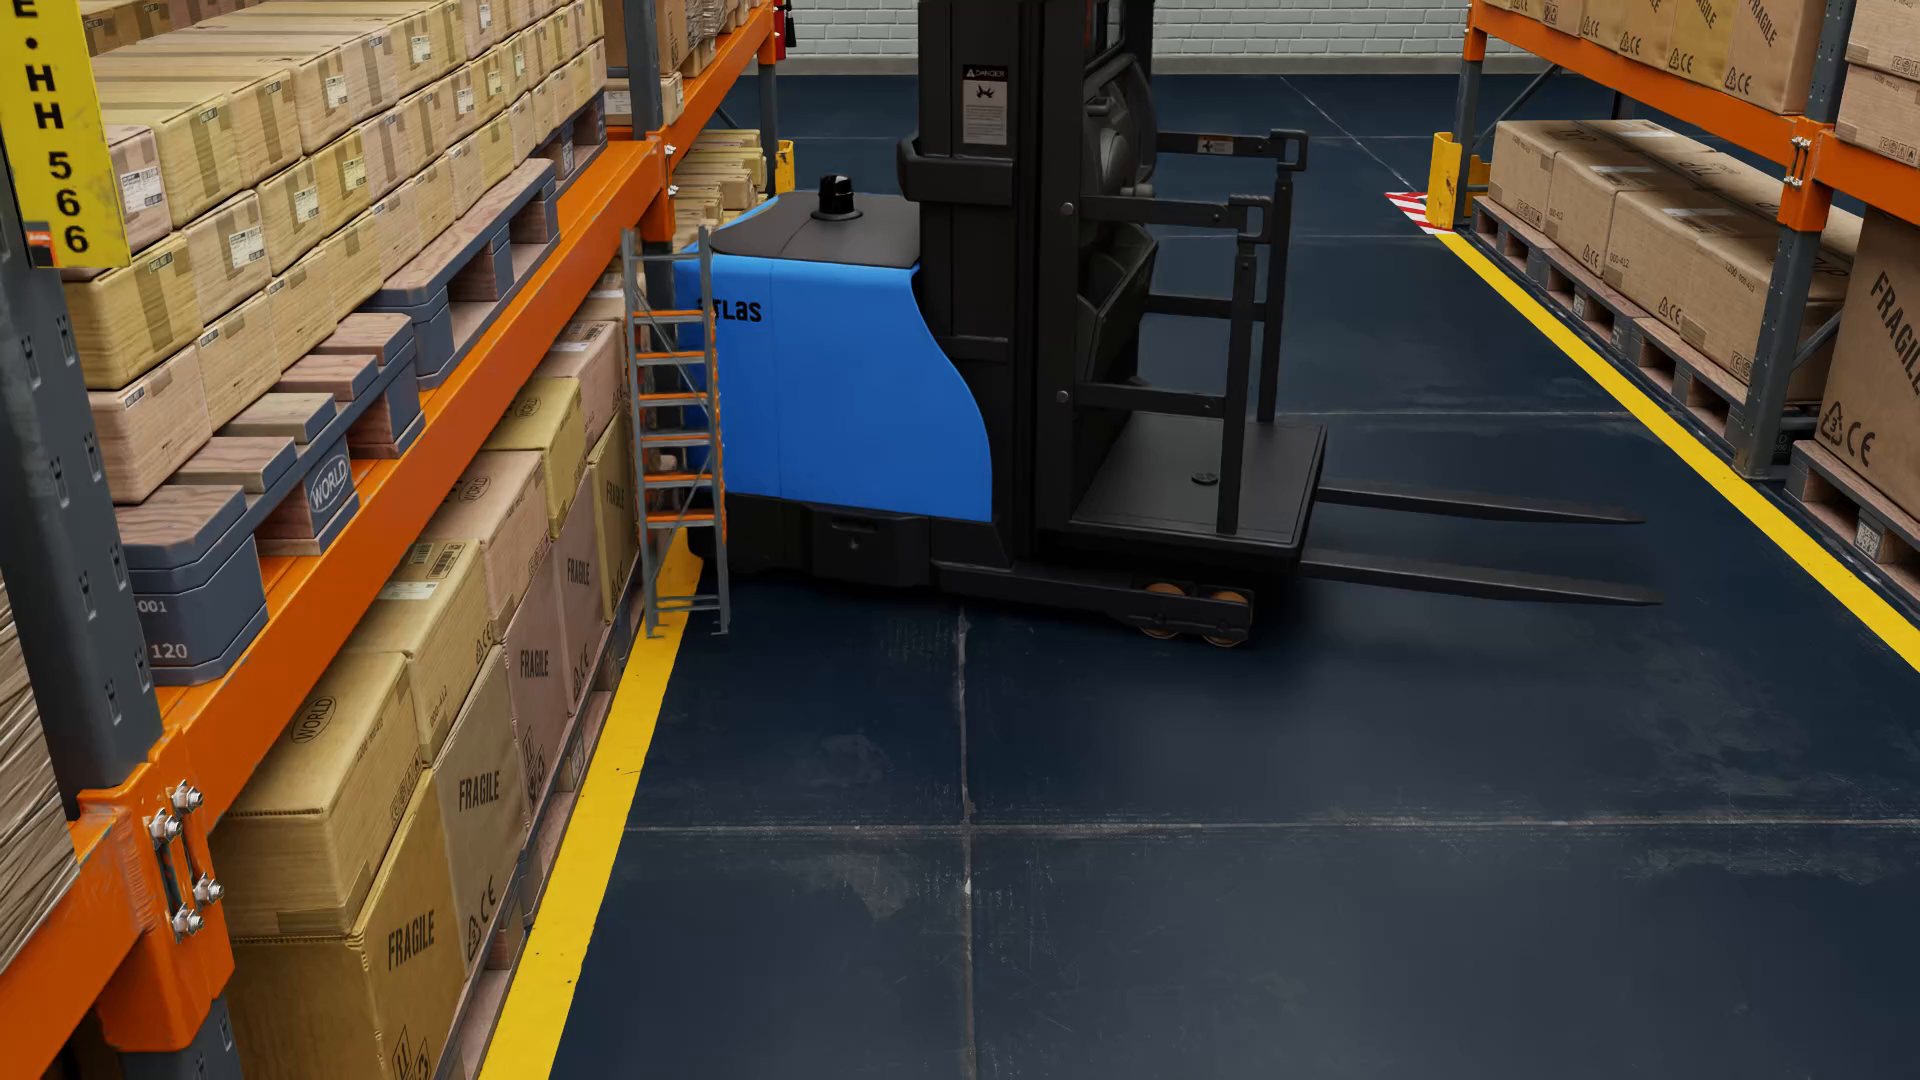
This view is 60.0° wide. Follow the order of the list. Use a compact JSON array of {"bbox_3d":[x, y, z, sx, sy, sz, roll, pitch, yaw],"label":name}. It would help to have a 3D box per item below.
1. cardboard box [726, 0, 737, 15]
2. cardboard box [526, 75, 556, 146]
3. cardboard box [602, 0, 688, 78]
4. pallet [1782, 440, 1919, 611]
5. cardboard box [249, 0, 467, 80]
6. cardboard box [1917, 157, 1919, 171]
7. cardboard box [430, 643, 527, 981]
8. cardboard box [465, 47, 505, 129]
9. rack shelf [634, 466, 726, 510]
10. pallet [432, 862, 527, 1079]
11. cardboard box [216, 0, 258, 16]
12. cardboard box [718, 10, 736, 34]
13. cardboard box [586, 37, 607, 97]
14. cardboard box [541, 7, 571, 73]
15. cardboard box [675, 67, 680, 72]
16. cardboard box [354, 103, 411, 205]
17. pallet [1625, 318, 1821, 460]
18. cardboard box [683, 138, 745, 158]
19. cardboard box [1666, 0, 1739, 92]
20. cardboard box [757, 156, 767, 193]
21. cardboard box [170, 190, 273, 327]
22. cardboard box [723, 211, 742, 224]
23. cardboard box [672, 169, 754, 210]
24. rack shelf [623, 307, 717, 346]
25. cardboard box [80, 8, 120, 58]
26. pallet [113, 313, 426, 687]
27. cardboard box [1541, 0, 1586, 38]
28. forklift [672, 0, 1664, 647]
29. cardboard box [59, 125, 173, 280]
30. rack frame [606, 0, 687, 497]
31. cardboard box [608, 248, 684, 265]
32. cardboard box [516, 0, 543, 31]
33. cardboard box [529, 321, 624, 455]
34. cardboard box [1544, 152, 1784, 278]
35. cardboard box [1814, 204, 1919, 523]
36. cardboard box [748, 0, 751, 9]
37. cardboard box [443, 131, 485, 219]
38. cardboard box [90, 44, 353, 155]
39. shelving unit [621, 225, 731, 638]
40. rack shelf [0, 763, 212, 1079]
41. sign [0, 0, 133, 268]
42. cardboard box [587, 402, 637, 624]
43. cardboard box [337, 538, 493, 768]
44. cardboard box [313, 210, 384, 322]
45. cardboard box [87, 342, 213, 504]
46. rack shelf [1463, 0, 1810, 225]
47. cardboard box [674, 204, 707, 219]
[{"bbox_3d":[-1.278,-2.567,7.303,0.500,0.500,0.500,1,24,2],"label":"cardboard box"},{"bbox_3d":[-1.299,-1.149,4.447,0.380,0.149,0.250,-1,24,-3],"label":"cardboard box"},{"bbox_3d":[-1.261,-1.935,5.905,0.500,0.500,0.500,-1,24,-2],"label":"cardboard box"},{"bbox_3d":[3.525,-0.024,5.547,1.003,0.211,1.213,0,24,-1],"label":"pallet"},{"bbox_3d":[-1.290,-1.084,3.579,0.380,0.149,0.250,-1,24,-1],"label":"cardboard box"},{"bbox_3d":[3.189,-1.148,4.831,0.500,0.250,0.500,-1,24,-2],"label":"cardboard box"},{"bbox_3d":[-1.226,0.548,3.423,0.500,0.500,0.500,0,24,0],"label":"cardboard box"},{"bbox_3d":[-1.288,-1.054,3.876,0.380,0.149,0.250,0,24,0],"label":"cardboard box"},{"bbox_3d":[-0.836,-0.157,4.980,0.258,0.103,0.180,-3,8,-5],"label":"rack shelf"},{"bbox_3d":[-1.471,1.048,3.176,1.003,0.211,1.213,0,24,-1],"label":"pallet"},{"bbox_3d":[-1.950,-1.303,4.064,0.380,0.149,0.250,0,24,-1],"label":"cardboard box"},{"bbox_3d":[-1.283,-2.529,8.007,0.380,0.149,0.250,-1,24,-3],"label":"cardboard box"},{"bbox_3d":[-1.306,-1.462,5.139,0.380,0.149,0.250,-1,24,-2],"label":"cardboard box"},{"bbox_3d":[-1.302,-1.387,4.611,0.380,0.149,0.250,1,24,2],"label":"cardboard box"},{"bbox_3d":[-1.313,-1.880,6.571,0.380,0.149,0.250,-1,24,-3],"label":"cardboard box"},{"bbox_3d":[-1.285,-0.741,3.182,0.380,0.149,0.250,0,24,0],"label":"cardboard box"},{"bbox_3d":[3.511,-0.655,6.943,1.003,0.211,1.213,0,24,-1],"label":"pallet"},{"bbox_3d":[-1.347,-2.039,8.847,0.380,0.149,0.250,0,24,0],"label":"cardboard box"},{"bbox_3d":[3.169,-2.060,6.543,0.500,0.500,0.500,-1,24,-2],"label":"cardboard box"},{"bbox_3d":[-1.260,-2.008,9.139,0.380,0.149,0.250,-1,24,-2],"label":"cardboard box"},{"bbox_3d":[-1.274,-0.424,2.482,0.380,0.149,0.250,1,24,2],"label":"cardboard box"},{"bbox_3d":[-1.250,-1.475,7.960,0.380,0.149,0.250,1,24,2],"label":"cardboard box"},{"bbox_3d":[-1.219,-1.716,8.131,0.380,0.149,0.250,1,24,1],"label":"cardboard box"},{"bbox_3d":[-0.853,-0.632,4.912,0.258,0.103,0.180,-3,8,-5],"label":"rack shelf"},{"bbox_3d":[-1.940,-0.981,3.352,0.380,0.149,0.250,1,24,2],"label":"cardboard box"},{"bbox_3d":[-1.578,-0.106,2.577,1.213,0.211,1.003,0,24,-1],"label":"pallet"},{"bbox_3d":[3.136,-2.689,7.934,0.500,0.500,0.500,0,24,-1],"label":"cardboard box"},{"bbox_3d":[0.672,-1.255,4.969,3.031,2.935,1.130,7,25,15],"label":"forklift"},{"bbox_3d":[-1.276,-0.441,2.159,0.380,0.149,0.250,0,24,0],"label":"cardboard box"},{"bbox_3d":[-1.508,-1.548,5.533,1.000,3.000,0.127,0,24,-1],"label":"rack frame"},{"bbox_3d":[-1.300,-1.072,6.709,0.380,0.149,0.250,-1,24,-1],"label":"cardboard box"},{"bbox_3d":[-1.300,-1.406,4.293,0.380,0.149,0.250,0,24,-1],"label":"cardboard box"},{"bbox_3d":[-1.255,-0.425,4.663,0.500,0.250,0.500,1,24,2],"label":"cardboard box"},{"bbox_3d":[3.523,-1.636,8.326,0.875,0.438,0.875,0,24,1],"label":"cardboard box"},{"bbox_3d":[3.528,-0.580,5.462,0.875,0.875,0.875,0,24,1],"label":"cardboard box"},{"bbox_3d":[-1.300,-2.846,8.708,0.380,0.149,0.250,0,24,-1],"label":"cardboard box"},{"bbox_3d":[-1.285,-0.816,3.709,0.380,0.149,0.250,-1,24,-2],"label":"cardboard box"},{"bbox_3d":[-1.282,-0.760,2.864,0.380,0.149,0.250,-1,24,-3],"label":"cardboard box"},{"bbox_3d":[-0.842,-0.320,4.957,0.258,1.200,0.189,-3,8,-5],"label":"shelving unit"},{"bbox_3d":[-1.442,1.252,0.215,1.077,0.370,4.000,0,24,-1],"label":"rack shelf"},{"bbox_3d":[-0.909,-0.431,1.659,0.100,0.325,0.005,0,24,-1],"label":"sign"},{"bbox_3d":[-1.243,-0.085,4.823,0.500,0.500,0.500,-1,24,-2],"label":"cardboard box"},{"bbox_3d":[-1.235,0.212,3.256,0.500,0.250,0.500,-1,24,-1],"label":"cardboard box"},{"bbox_3d":[-1.278,-0.495,3.000,0.380,0.149,0.250,1,24,2],"label":"cardboard box"},{"bbox_3d":[-1.267,-0.162,2.264,0.380,0.149,0.250,-1,24,-1],"label":"cardboard box"},{"bbox_3d":[3.419,-2.109,7.645,1.077,0.370,4.000,0,24,-1],"label":"rack shelf"},{"bbox_3d":[-1.332,-1.397,7.427,0.380,0.149,0.250,-1,24,-3],"label":"cardboard box"}]
